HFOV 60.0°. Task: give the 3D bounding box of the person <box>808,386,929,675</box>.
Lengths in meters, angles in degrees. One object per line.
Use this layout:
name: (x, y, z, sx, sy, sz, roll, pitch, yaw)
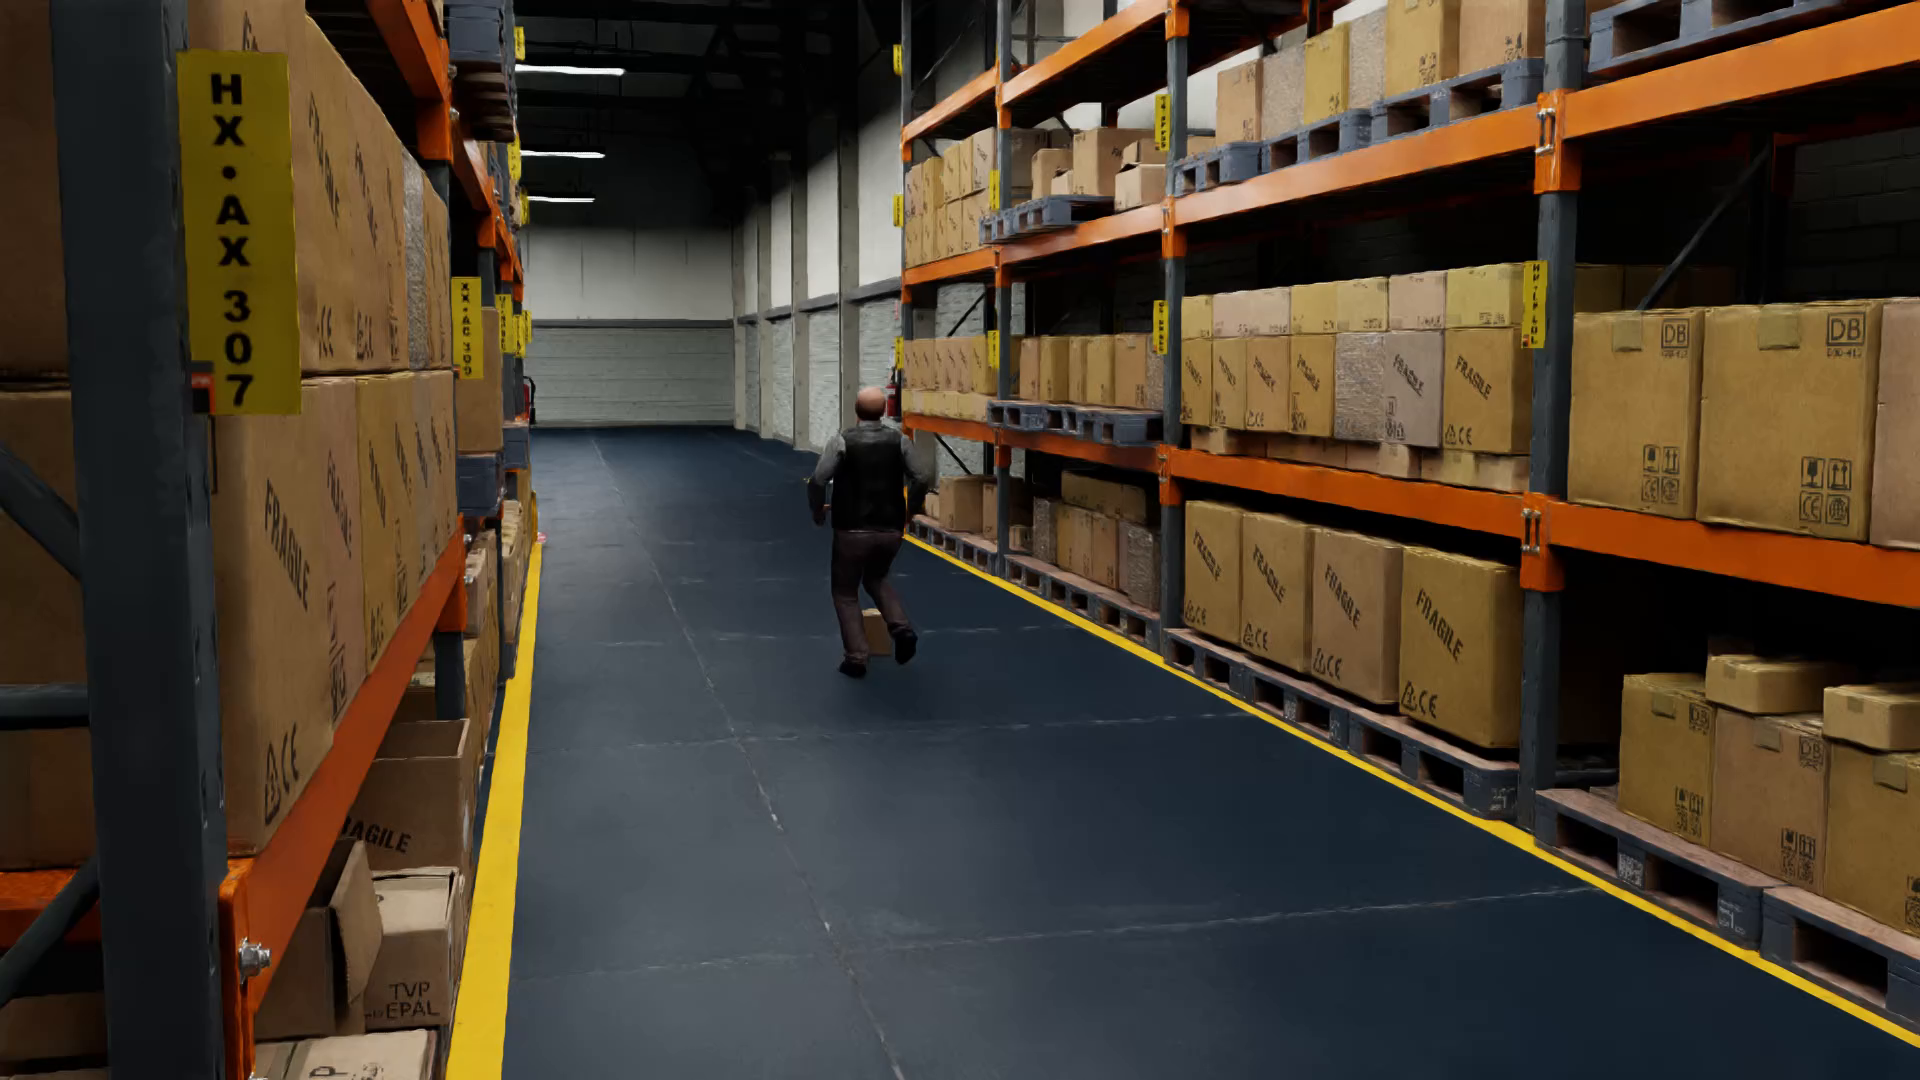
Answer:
person: (-0.582, -0.055, 9.767, 0.702, 1.692, 0.507, -3, 7, -27)
